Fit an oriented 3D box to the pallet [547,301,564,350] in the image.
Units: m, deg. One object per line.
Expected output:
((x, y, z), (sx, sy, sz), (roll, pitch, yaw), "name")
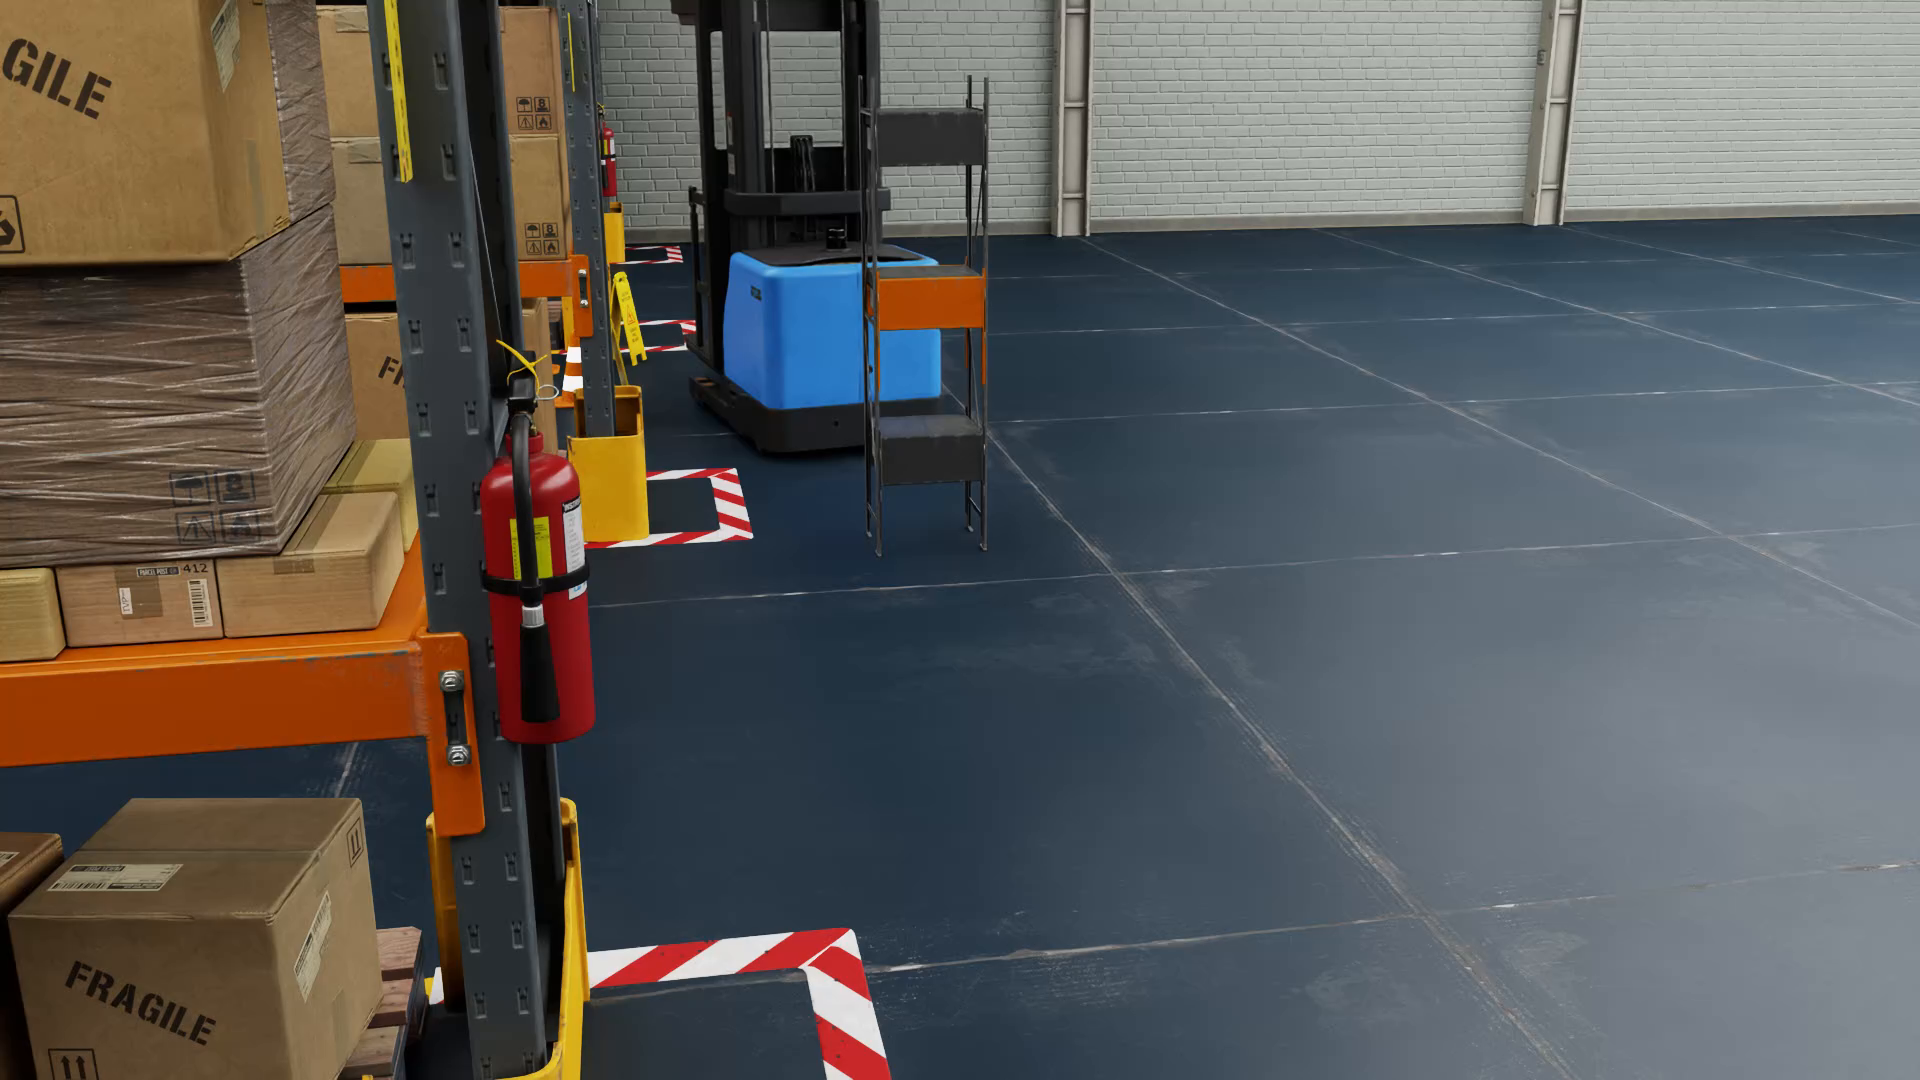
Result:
((-3.683, -1.642, 12.799), (1.213, 0.211, 1.003), (-3, 17, -10), "pallet")

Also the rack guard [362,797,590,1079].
((-0.998, 1.042, 3.569), (0.348, 0.500, 1.175), (-3, 17, -10), "rack guard")

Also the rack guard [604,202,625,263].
((-3.726, -3.252, 17.547), (0.348, 0.500, 1.175), (-3, 17, -10), "rack guard")

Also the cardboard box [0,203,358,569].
((-1.469, -0.325, 3.084), (0.500, 0.500, 0.875), (-3, 17, -10), "cardboard box")

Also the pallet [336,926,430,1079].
((-1.803, 1.215, 3.497), (1.213, 0.211, 1.003), (-3, 17, -10), "pallet")

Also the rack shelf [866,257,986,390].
((-0.163, -0.981, 7.478), (0.480, 0.518, 0.431), (-3, 17, -10), "rack shelf")

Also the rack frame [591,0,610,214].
((-3.749, -4.445, 17.175), (0.127, 3.000, 1.000), (-3, 17, -10), "rack frame")

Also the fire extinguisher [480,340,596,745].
((-0.724, 0.006, 2.816), (0.183, 0.674, 0.296), (-3, 17, -10), "fire extinguisher")

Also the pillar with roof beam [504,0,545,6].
((-3.787, -6.293, 12.974), (0.400, 9.000, 9.100), (-3, 17, -10), "pillar with roof beam")

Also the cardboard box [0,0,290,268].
((-1.417, -0.724, 2.679), (0.500, 0.500, 0.500), (-3, 17, -10), "cardboard box")

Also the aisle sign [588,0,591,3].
((-1.639, -2.753, 7.239), (0.004, 0.787, 0.394), (-3, 17, -10), "aisle sign")

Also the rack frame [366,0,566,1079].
((-0.924, -0.158, 3.216), (0.127, 3.000, 1.000), (-3, 17, -10), "rack frame")

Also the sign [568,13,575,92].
((-1.676, -2.103, 7.173), (0.005, 0.325, 0.100), (-3, 17, -10), "sign")

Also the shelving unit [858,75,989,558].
((-0.163, -0.995, 7.474), (0.503, 2.100, 0.431), (-3, 17, -10), "shelving unit")

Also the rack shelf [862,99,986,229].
((-0.163, -1.651, 7.272), (0.480, 0.518, 0.431), (-3, 17, -10), "rack shelf")

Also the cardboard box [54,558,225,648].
((-1.410, 0.052, 2.963), (0.250, 0.149, 0.380), (-3, 17, -10), "cardboard box")

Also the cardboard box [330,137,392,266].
((-2.657, -1.594, 7.638), (0.550, 0.550, 0.875), (-3, 17, -10), "cardboard box")

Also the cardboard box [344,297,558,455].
((-2.419, -0.721, 7.955), (0.875, 0.875, 0.875), (-3, 17, -10), "cardboard box")

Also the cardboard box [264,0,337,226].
((-1.516, -0.873, 3.167), (0.500, 0.500, 0.500), (-3, 17, -10), "cardboard box")

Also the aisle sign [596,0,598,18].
((-3.629, -5.607, 16.530), (0.004, 0.787, 0.394), (-3, 17, -10), "aisle sign")

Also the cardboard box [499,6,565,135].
((-2.137, -2.171, 7.678), (0.550, 0.550, 0.875), (-3, 17, -10), "cardboard box")

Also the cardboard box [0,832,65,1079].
((-2.121, 0.910, 3.283), (0.500, 0.500, 0.500), (1, 17, 4), "cardboard box")

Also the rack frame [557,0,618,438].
((-1.766, -1.593, 7.890), (0.127, 3.000, 1.000), (-3, 17, -10), "rack frame")

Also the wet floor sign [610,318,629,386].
((-2.113, -1.040, 10.099), (0.232, 0.644, 0.267), (-6, 18, -20), "wet floor sign")

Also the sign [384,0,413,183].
((-0.838, -0.701, 2.475), (0.005, 0.325, 0.100), (-3, 17, -10), "sign")

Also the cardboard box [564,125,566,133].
((-4.182, -4.390, 16.825), (0.500, 0.500, 0.500), (-4, 17, -12), "cardboard box")

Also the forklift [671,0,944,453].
((-1.100, -2.272, 10.217), (1.130, 2.935, 3.031), (-7, 18, -20), "forklift")

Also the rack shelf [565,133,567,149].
((-5.713, -3.990, 16.918), (4.000, 0.370, 1.077), (-3, 17, -10), "rack shelf")

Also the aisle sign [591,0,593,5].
((-1.753, -2.926, 7.802), (0.004, 0.787, 0.394), (-3, 17, -10), "aisle sign")

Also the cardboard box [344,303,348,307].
((-3.282, -0.672, 7.793), (0.875, 0.875, 0.875), (-4, 17, -11), "cardboard box")

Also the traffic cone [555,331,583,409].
((-2.437, -1.105, 10.621), (0.334, 0.463, 0.336), (-3, 17, -10), "traffic cone")

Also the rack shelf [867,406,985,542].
((-0.163, -0.312, 7.683), (0.480, 0.518, 0.431), (-3, 17, -10), "rack shelf")

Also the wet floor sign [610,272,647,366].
((-2.414, -1.591, 11.893), (0.232, 0.644, 0.267), (3, 17, 9), "wet floor sign")

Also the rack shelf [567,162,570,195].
((-4.768, -2.559, 12.260), (4.000, 0.370, 1.077), (-3, 17, -10), "rack shelf")

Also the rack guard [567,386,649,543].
((-1.742, -0.399, 8.261), (0.348, 0.500, 1.175), (-3, 17, -10), "rack guard")

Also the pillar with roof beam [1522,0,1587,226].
((7.995, -6.961, 15.150), (0.400, 9.000, 9.100), (-3, 17, -10), "pillar with roof beam")

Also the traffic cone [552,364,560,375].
((-2.981, -1.406, 11.601), (0.334, 0.463, 0.336), (-3, 17, -10), "traffic cone")

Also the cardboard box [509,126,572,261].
((-2.121, -1.631, 7.758), (0.550, 0.550, 0.875), (-3, 17, -10), "cardboard box")

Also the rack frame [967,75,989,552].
((0.077, -1.008, 7.518), (0.015, 2.100, 0.400), (-3, 17, -10), "rack frame")

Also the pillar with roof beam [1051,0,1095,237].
((2.104, -6.627, 14.062), (0.400, 9.000, 9.100), (-3, 17, -10), "pillar with roof beam")

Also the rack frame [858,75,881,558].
((-0.402, -0.981, 7.429), (0.015, 2.100, 0.400), (-3, 17, -10), "rack frame")

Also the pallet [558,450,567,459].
((-2.536, -0.193, 8.081), (1.213, 0.211, 1.003), (-3, 17, -10), "pallet")

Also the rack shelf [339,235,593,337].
((-3.729, -1.138, 7.633), (4.000, 0.370, 1.077), (-3, 17, -10), "rack shelf")

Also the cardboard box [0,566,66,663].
((-1.646, 0.080, 2.869), (0.250, 0.149, 0.380), (-3, 17, -10), "cardboard box")

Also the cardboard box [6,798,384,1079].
((-1.540, 0.867, 3.424), (0.500, 0.500, 0.500), (0, 17, 0), "cardboard box")

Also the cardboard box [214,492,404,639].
((-1.165, 0.038, 3.007), (0.250, 0.149, 0.380), (-3, 17, -10), "cardboard box")

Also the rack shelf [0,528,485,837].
((-2.888, 0.298, 2.959), (4.000, 0.370, 1.077), (-3, 17, -10), "rack shelf")

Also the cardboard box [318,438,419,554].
((-1.249, -0.090, 3.425), (0.250, 0.149, 0.380), (-3, 17, -10), "cardboard box")

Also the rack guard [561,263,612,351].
((-2.878, -1.815, 12.870), (0.348, 0.500, 1.175), (-3, 17, -10), "rack guard")

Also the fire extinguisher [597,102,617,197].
((-2.604, -2.851, 12.117), (0.183, 0.674, 0.296), (-3, 17, -10), "fire extinguisher")

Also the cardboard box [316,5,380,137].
((-2.660, -2.114, 7.492), (0.550, 0.550, 0.875), (-3, 17, -10), "cardboard box")
